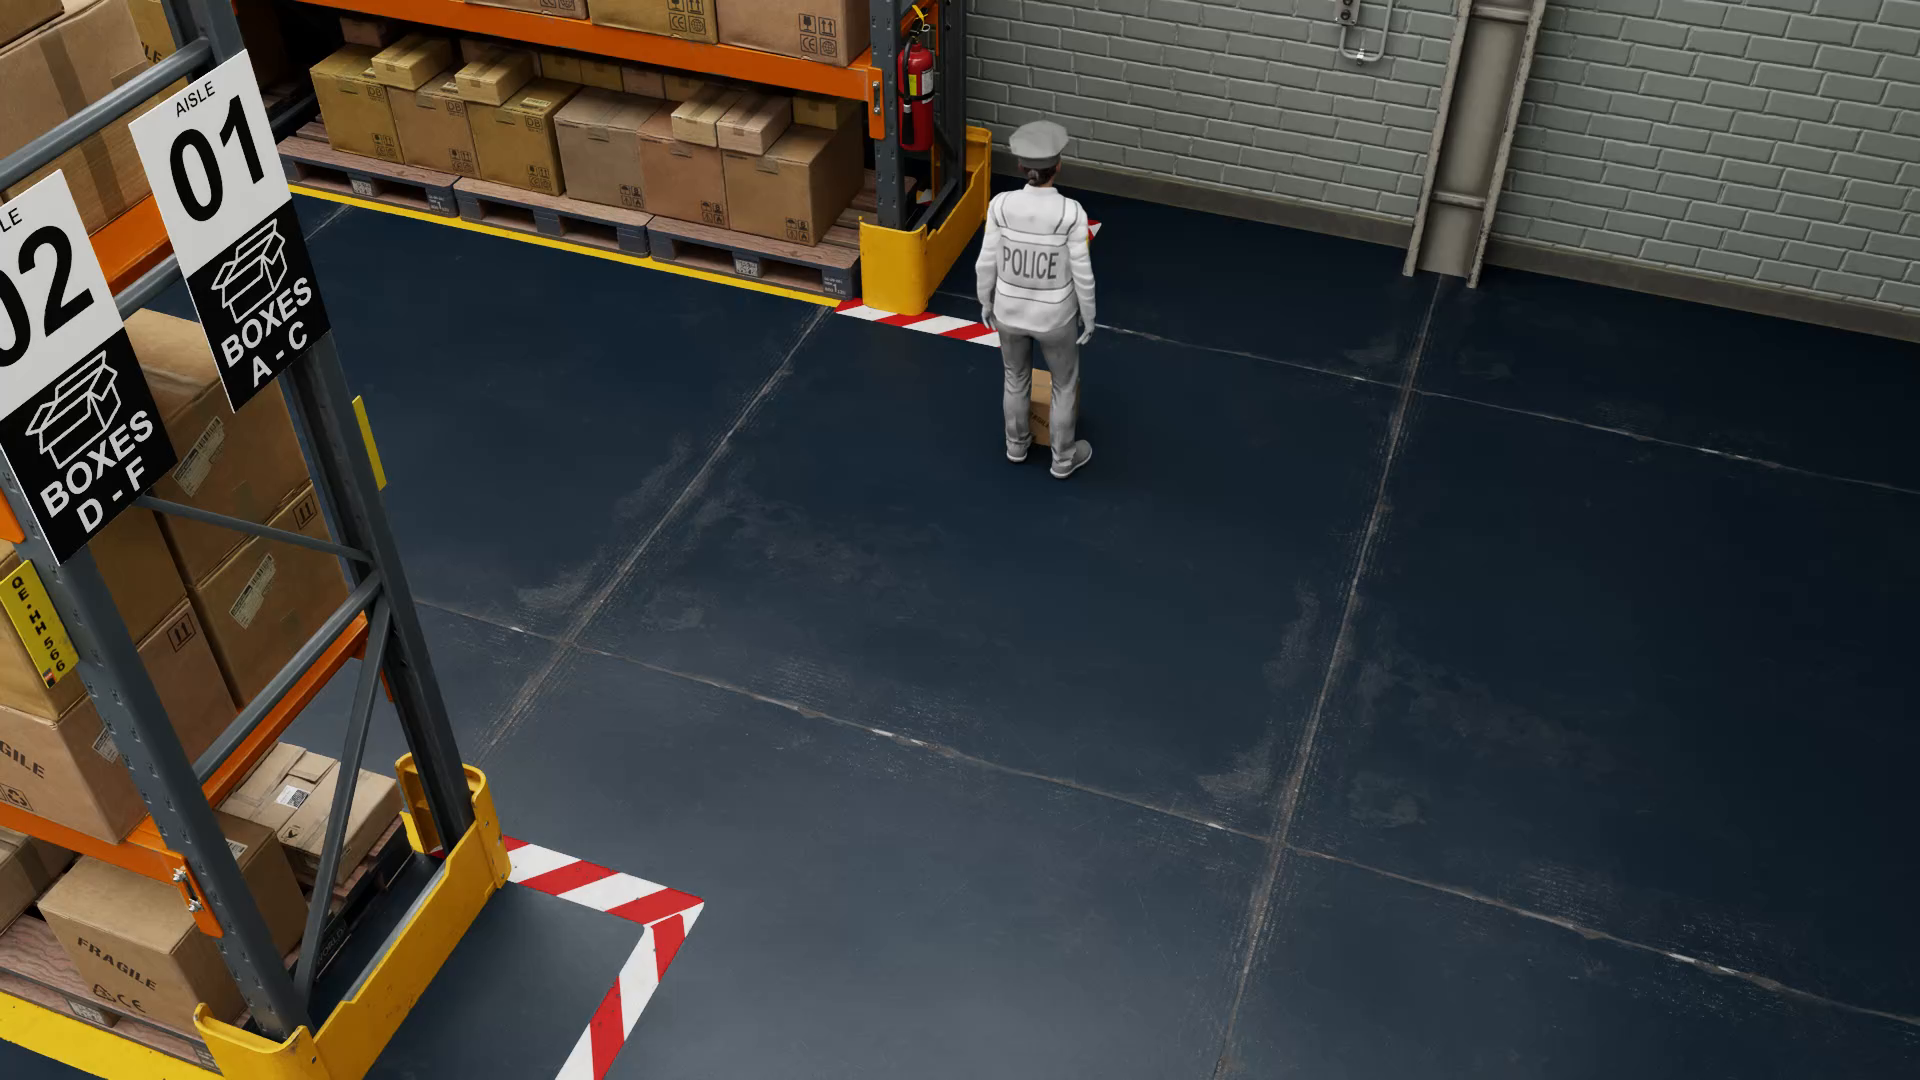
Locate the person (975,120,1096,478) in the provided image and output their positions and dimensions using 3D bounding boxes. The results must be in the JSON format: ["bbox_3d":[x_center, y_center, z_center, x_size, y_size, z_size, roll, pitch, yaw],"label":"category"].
[{"bbox_3d":[0.342,-1.012,7.292,0.535,1.662,0.414,11,43,13],"label":"person"}]
